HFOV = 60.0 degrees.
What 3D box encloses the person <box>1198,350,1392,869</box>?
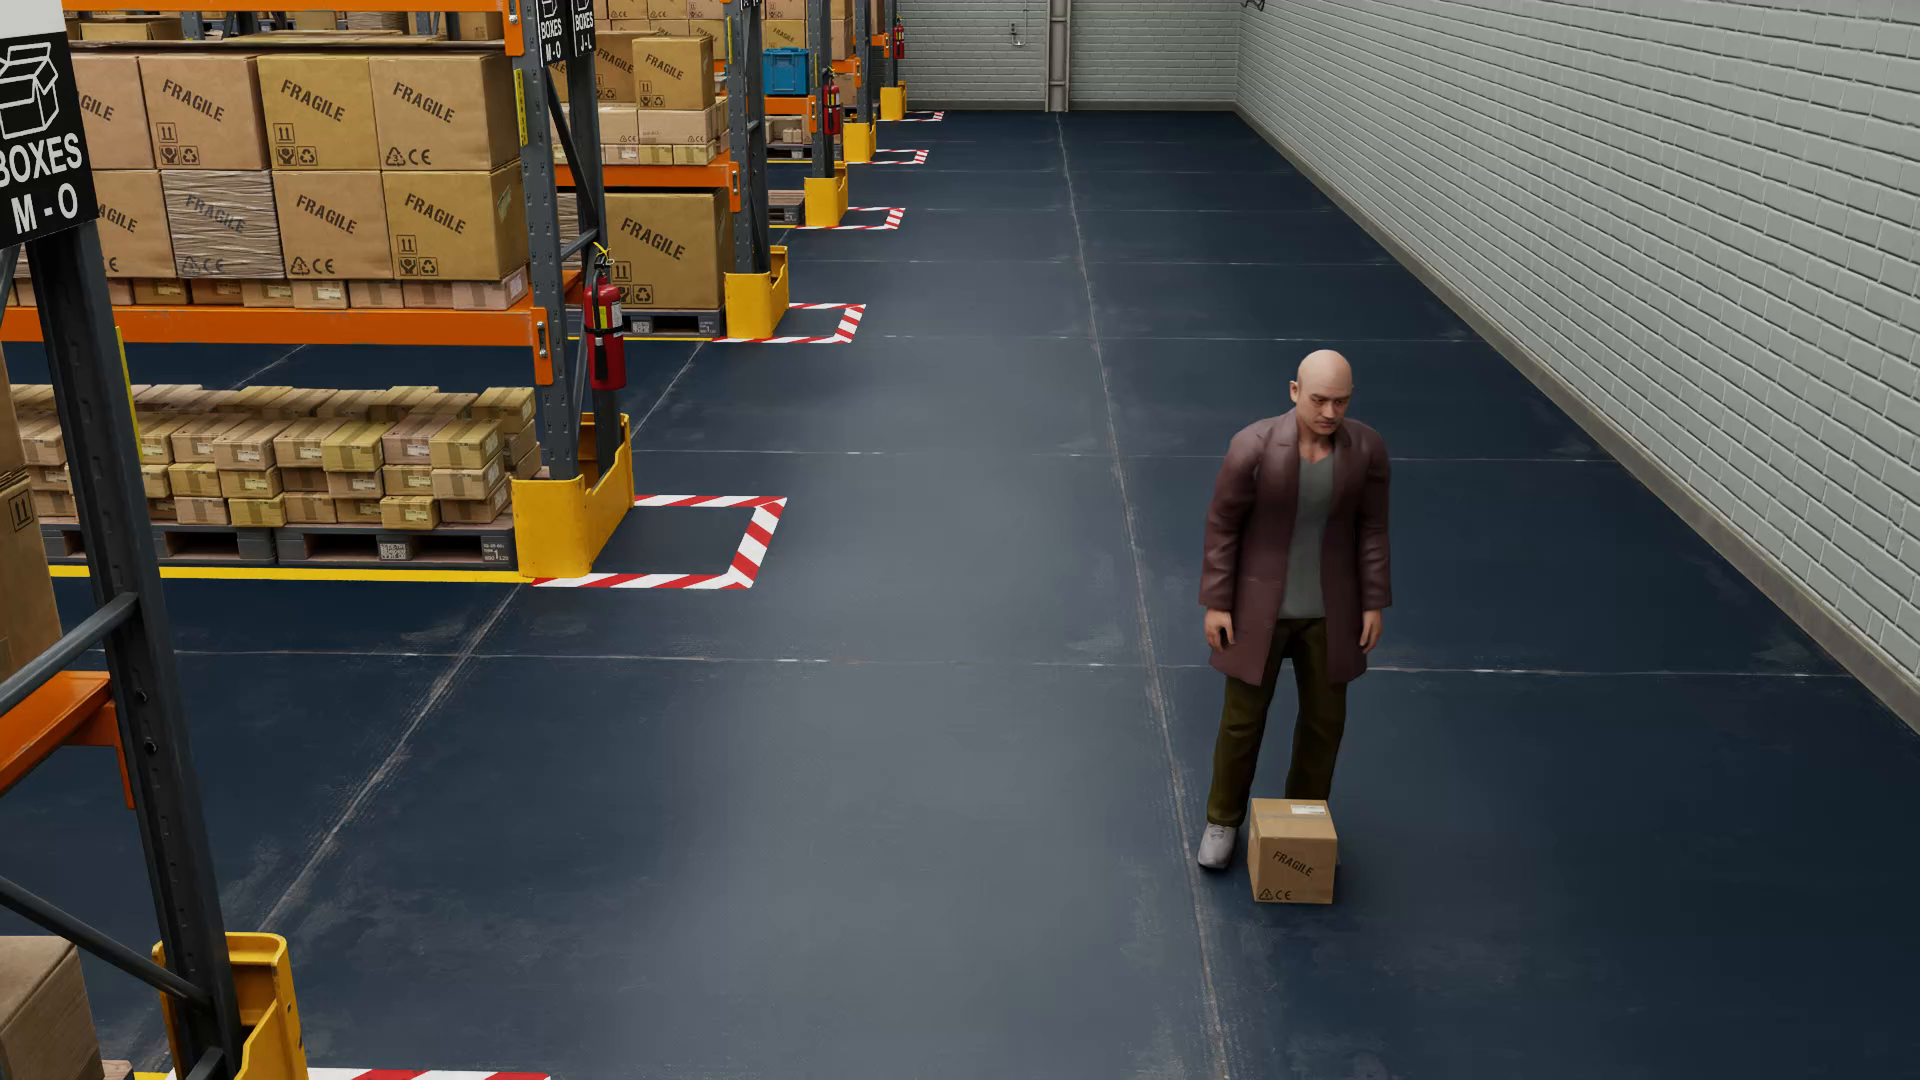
[{"bbox_3d":[1.106,0.230,5.488,0.644,1.772,0.429,0,20,-1],"label":"person"}]
